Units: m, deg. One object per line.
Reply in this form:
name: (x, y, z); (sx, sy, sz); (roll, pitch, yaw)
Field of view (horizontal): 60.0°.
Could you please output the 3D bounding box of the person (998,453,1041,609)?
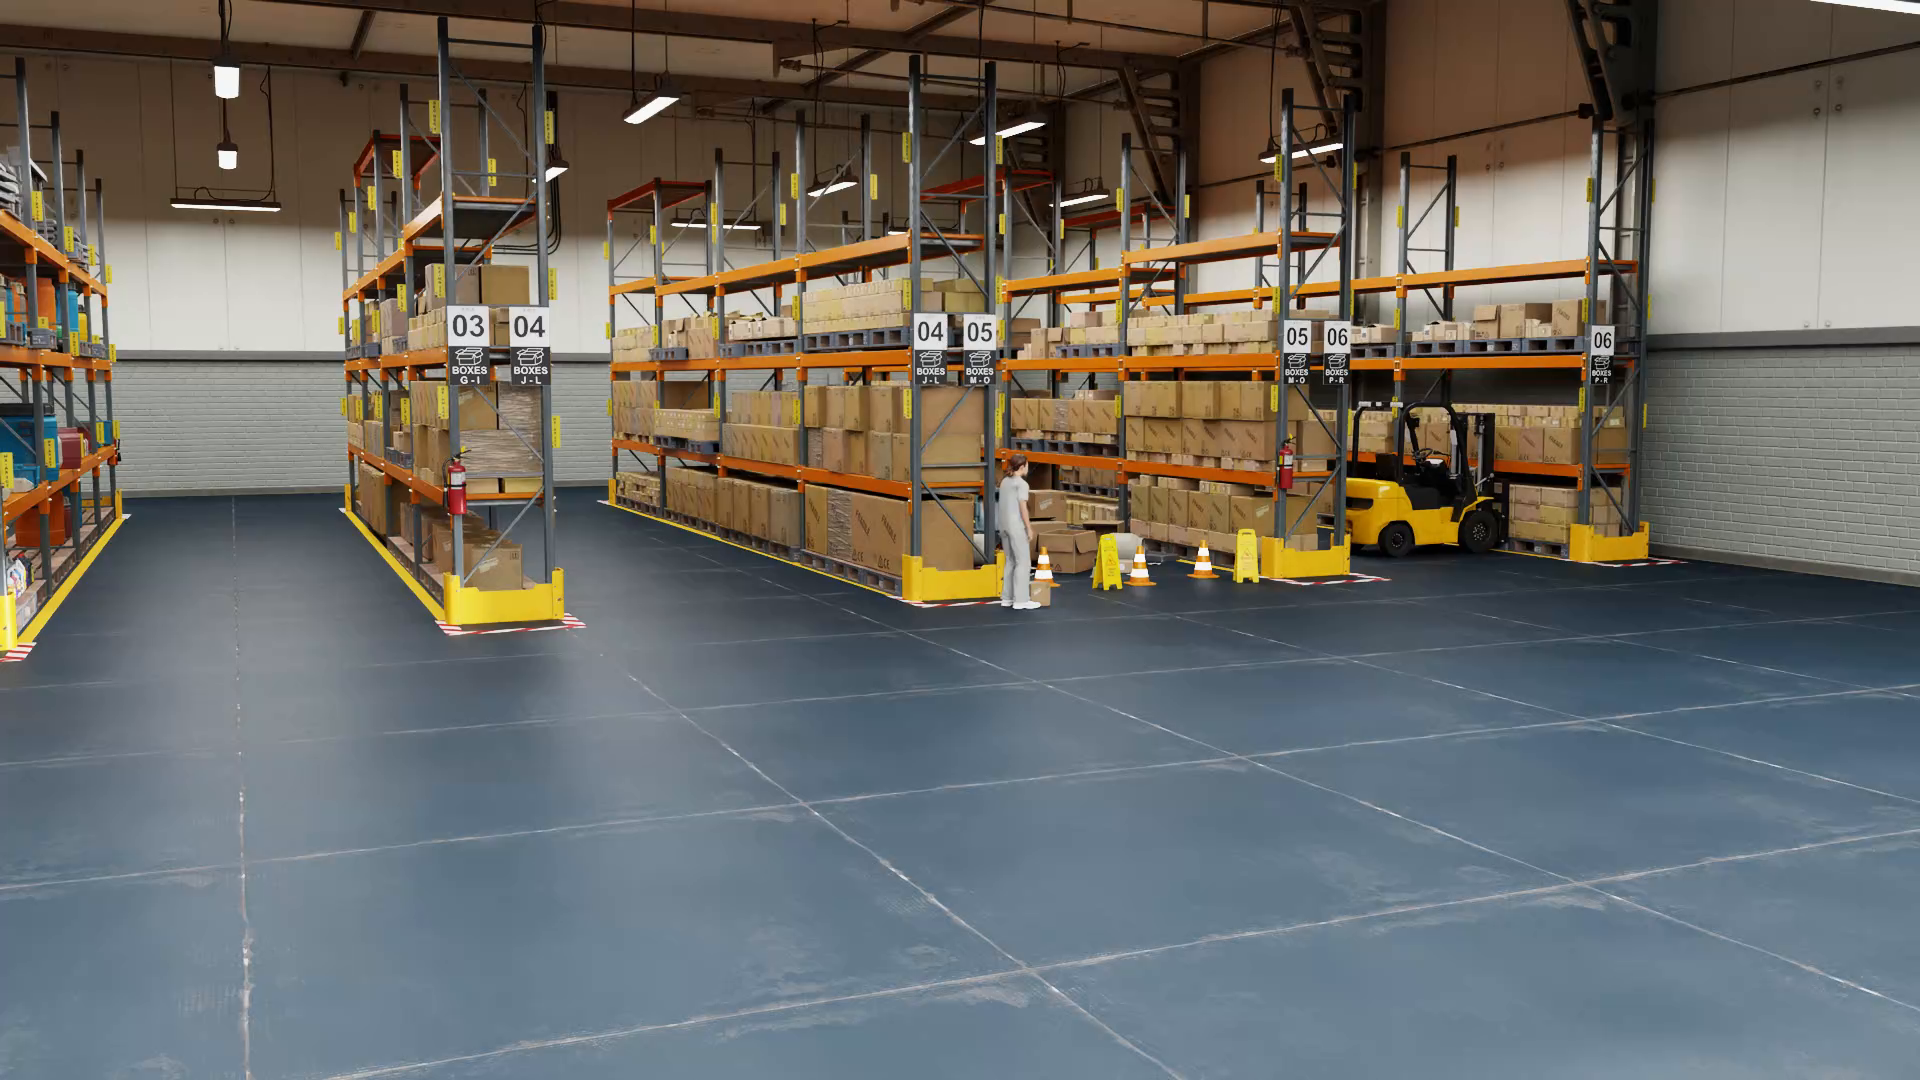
person: (0.612, -0.104, 18.050); (0.353, 1.673, 0.512); (-3, 6, -31)
